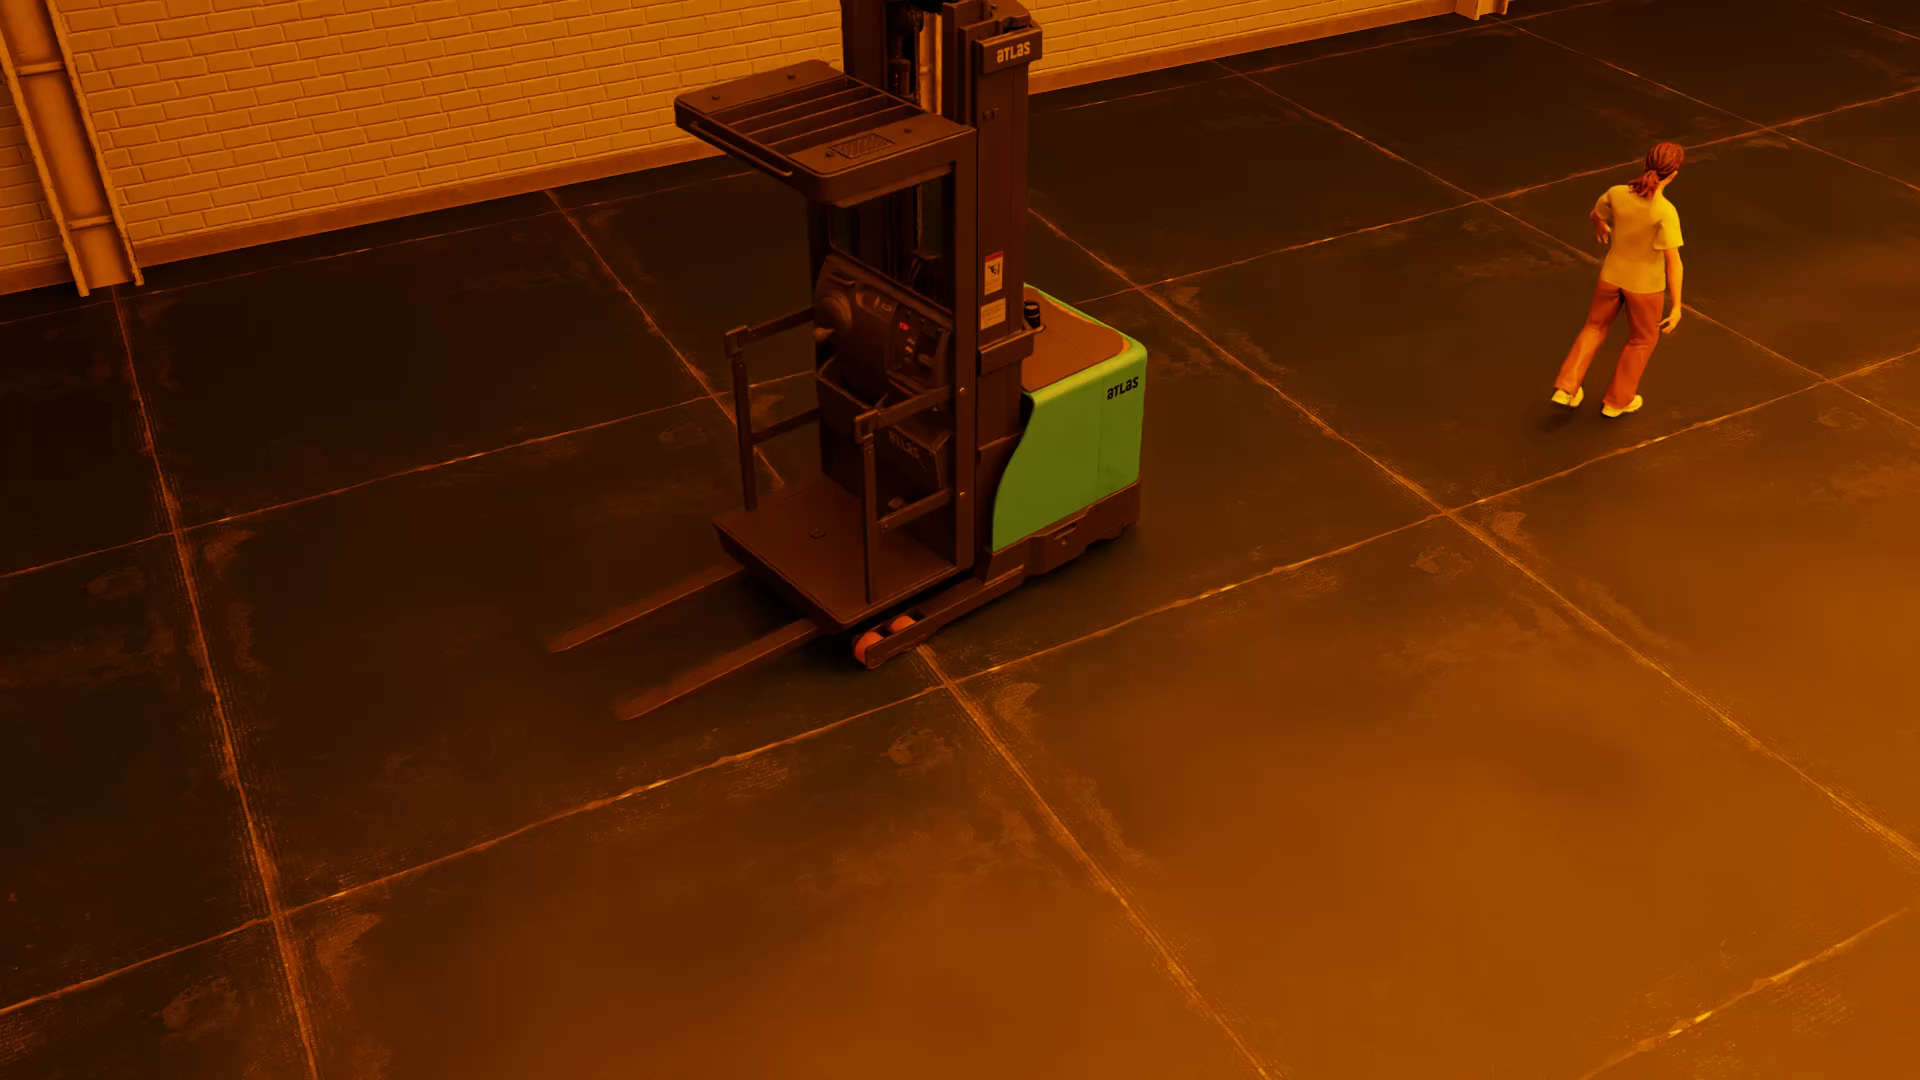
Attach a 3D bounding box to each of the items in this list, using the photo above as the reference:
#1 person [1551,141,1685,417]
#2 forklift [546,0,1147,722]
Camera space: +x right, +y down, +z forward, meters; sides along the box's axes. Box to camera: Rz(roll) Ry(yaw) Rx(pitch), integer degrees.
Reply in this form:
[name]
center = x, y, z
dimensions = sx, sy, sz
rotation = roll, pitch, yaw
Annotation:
[person]
center = 3.714, -1.409, 9.226
dimensions = 0.647, 1.660, 0.773
rotation = -26, 43, -32
[forklift]
center = -0.517, -0.940, 7.452
dimensions = 3.031, 2.935, 1.130
rotation = -26, 43, -32
